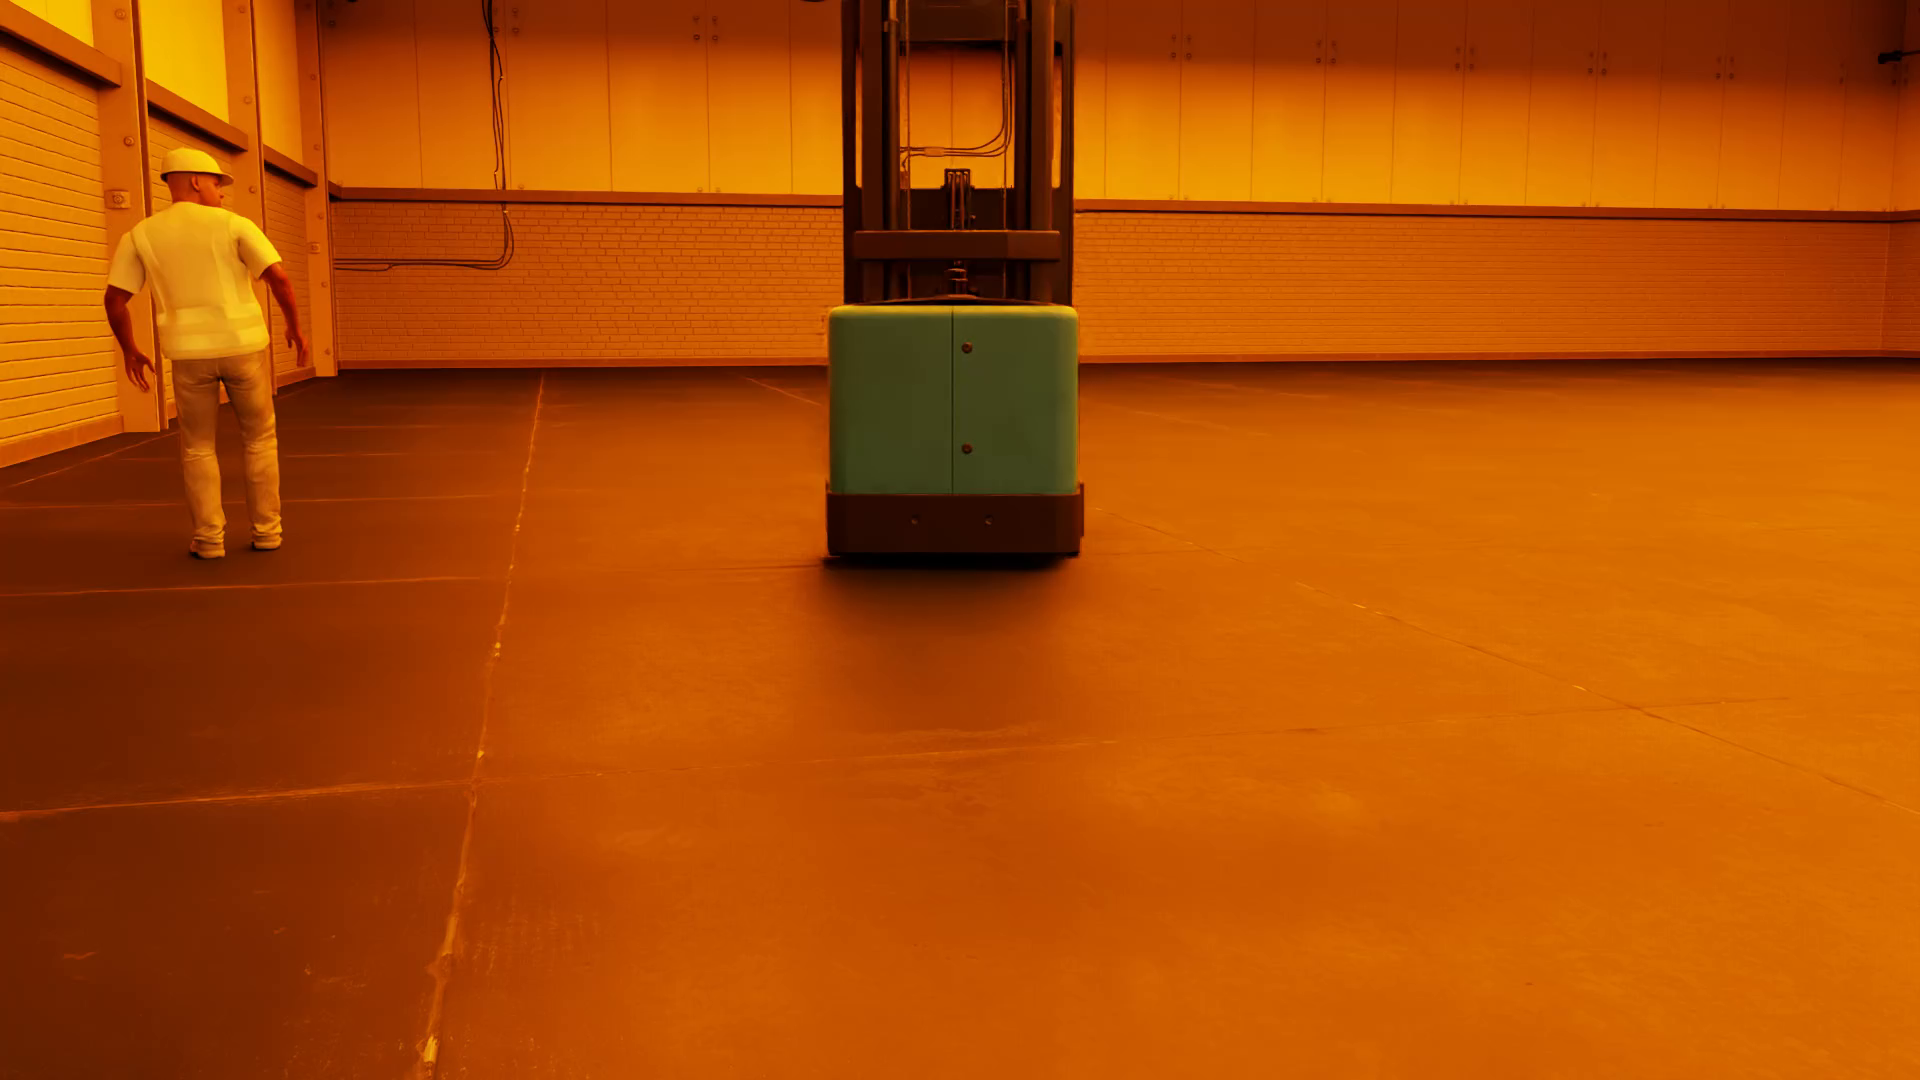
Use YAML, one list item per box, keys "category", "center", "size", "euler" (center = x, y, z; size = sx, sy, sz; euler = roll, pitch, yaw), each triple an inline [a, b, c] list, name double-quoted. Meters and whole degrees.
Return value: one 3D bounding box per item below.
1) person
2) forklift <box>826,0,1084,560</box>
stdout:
- category: "person"
  center: [-3.254, -0.815, 7.241]
  size: [0.795, 1.745, 0.524]
  euler: [-2, 8, -16]
- category: "forklift"
  center: [-0.004, -1.537, 8.115]
  size: [1.130, 2.935, 3.031]
  euler: [0, 8, 1]
